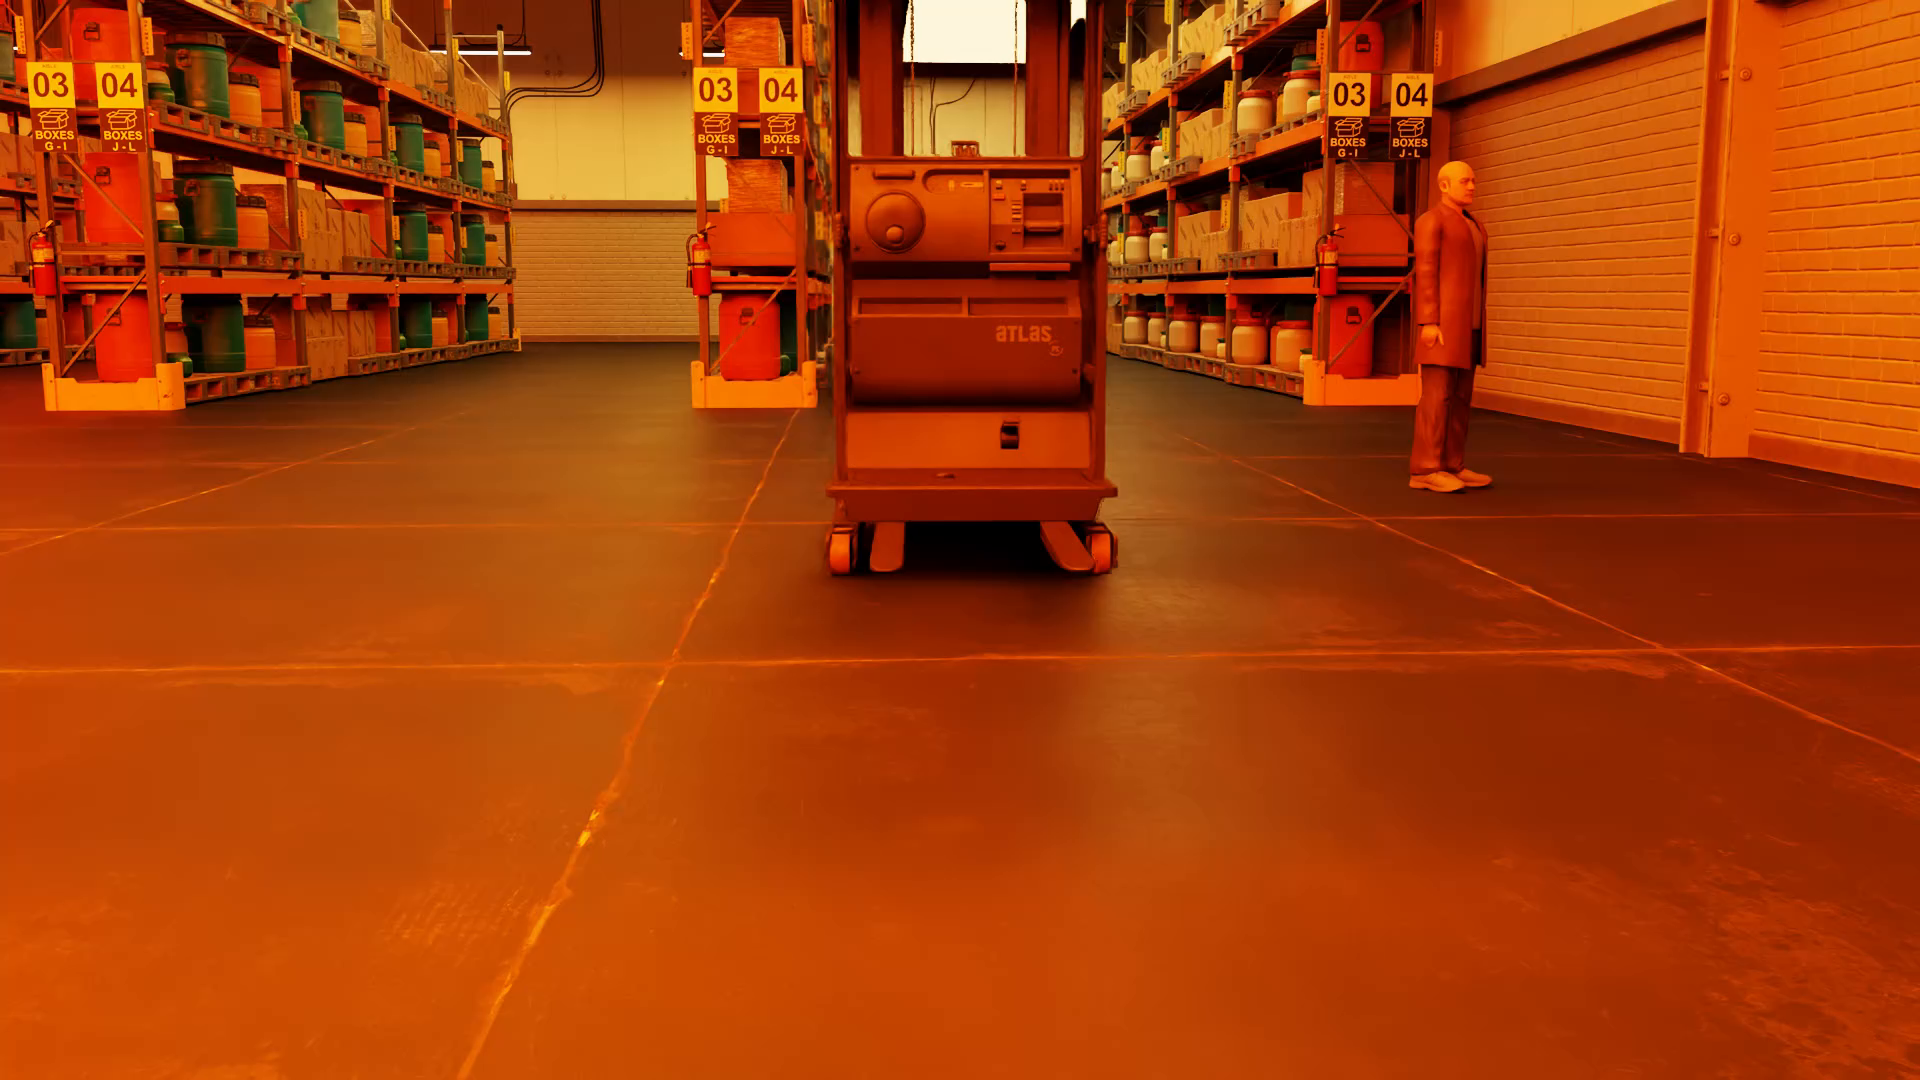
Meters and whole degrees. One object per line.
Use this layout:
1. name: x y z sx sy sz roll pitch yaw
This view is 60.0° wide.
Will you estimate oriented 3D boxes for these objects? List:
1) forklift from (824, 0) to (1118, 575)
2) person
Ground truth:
1. forklift: 0.033 -1.359 6.482 1.130 2.935 3.031 0 8 -1
2. person: 2.730 -1.173 9.139 0.385 1.783 0.572 8 12 43
